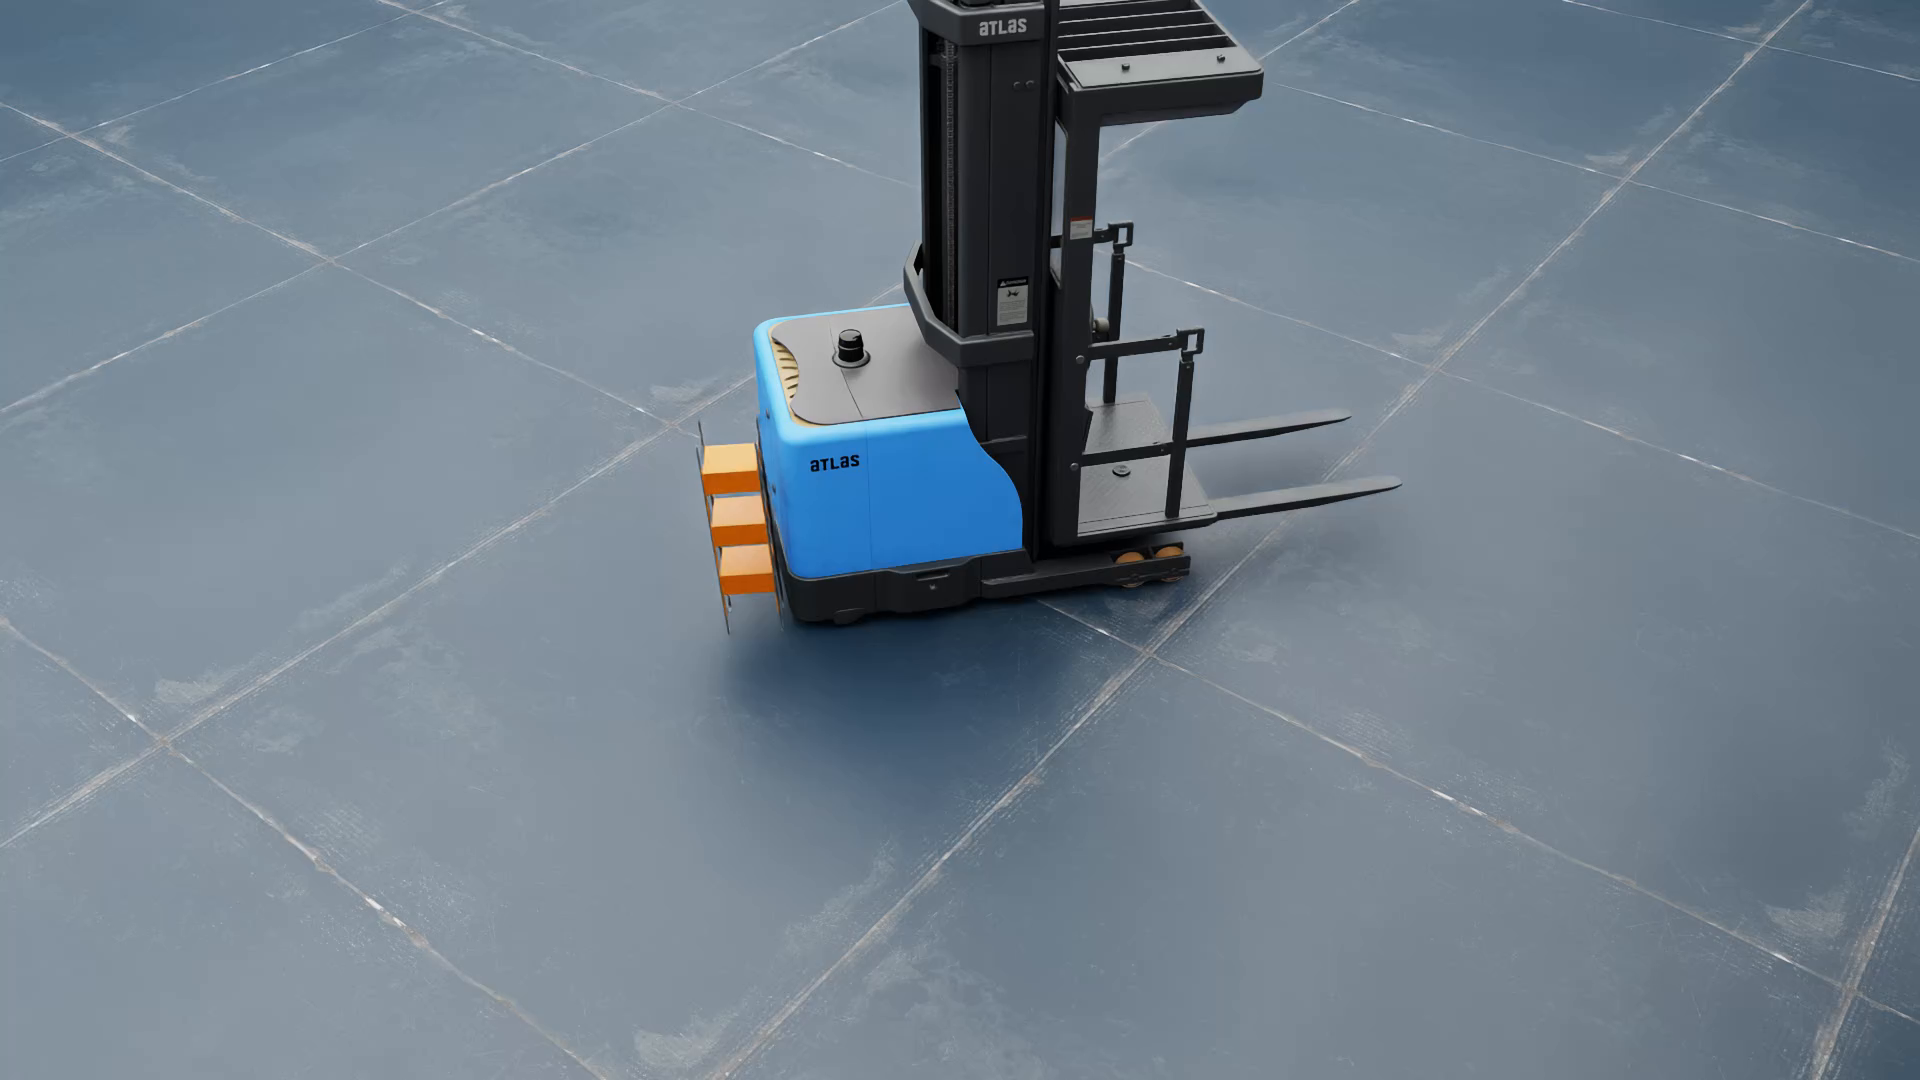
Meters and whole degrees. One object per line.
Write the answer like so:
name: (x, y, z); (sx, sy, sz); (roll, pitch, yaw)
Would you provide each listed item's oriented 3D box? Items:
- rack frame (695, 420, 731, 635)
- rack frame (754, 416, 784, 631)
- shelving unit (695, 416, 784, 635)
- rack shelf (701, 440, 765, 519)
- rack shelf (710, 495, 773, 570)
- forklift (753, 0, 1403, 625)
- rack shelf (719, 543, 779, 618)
rack frame: (-1.080, -0.040, 7.309); (0.008, 1.050, 0.200); (-4, 39, -1)
rack frame: (-0.836, -0.058, 7.315); (0.008, 1.050, 0.200); (-4, 39, -1)
shelving unit: (-0.958, -0.049, 7.312); (0.252, 1.050, 0.215); (-4, 39, -1)
rack shelf: (-0.969, -0.262, 7.141); (0.240, 0.259, 0.215); (-4, 39, -1)
rack shelf: (-0.958, -0.041, 7.318); (0.240, 0.259, 0.215); (-4, 39, -1)
forklift: (0.608, -1.241, 7.318); (3.031, 2.935, 1.130); (-8, 39, -10)
rack shelf: (-0.946, 0.176, 7.492); (0.240, 0.259, 0.215); (-4, 39, -1)
